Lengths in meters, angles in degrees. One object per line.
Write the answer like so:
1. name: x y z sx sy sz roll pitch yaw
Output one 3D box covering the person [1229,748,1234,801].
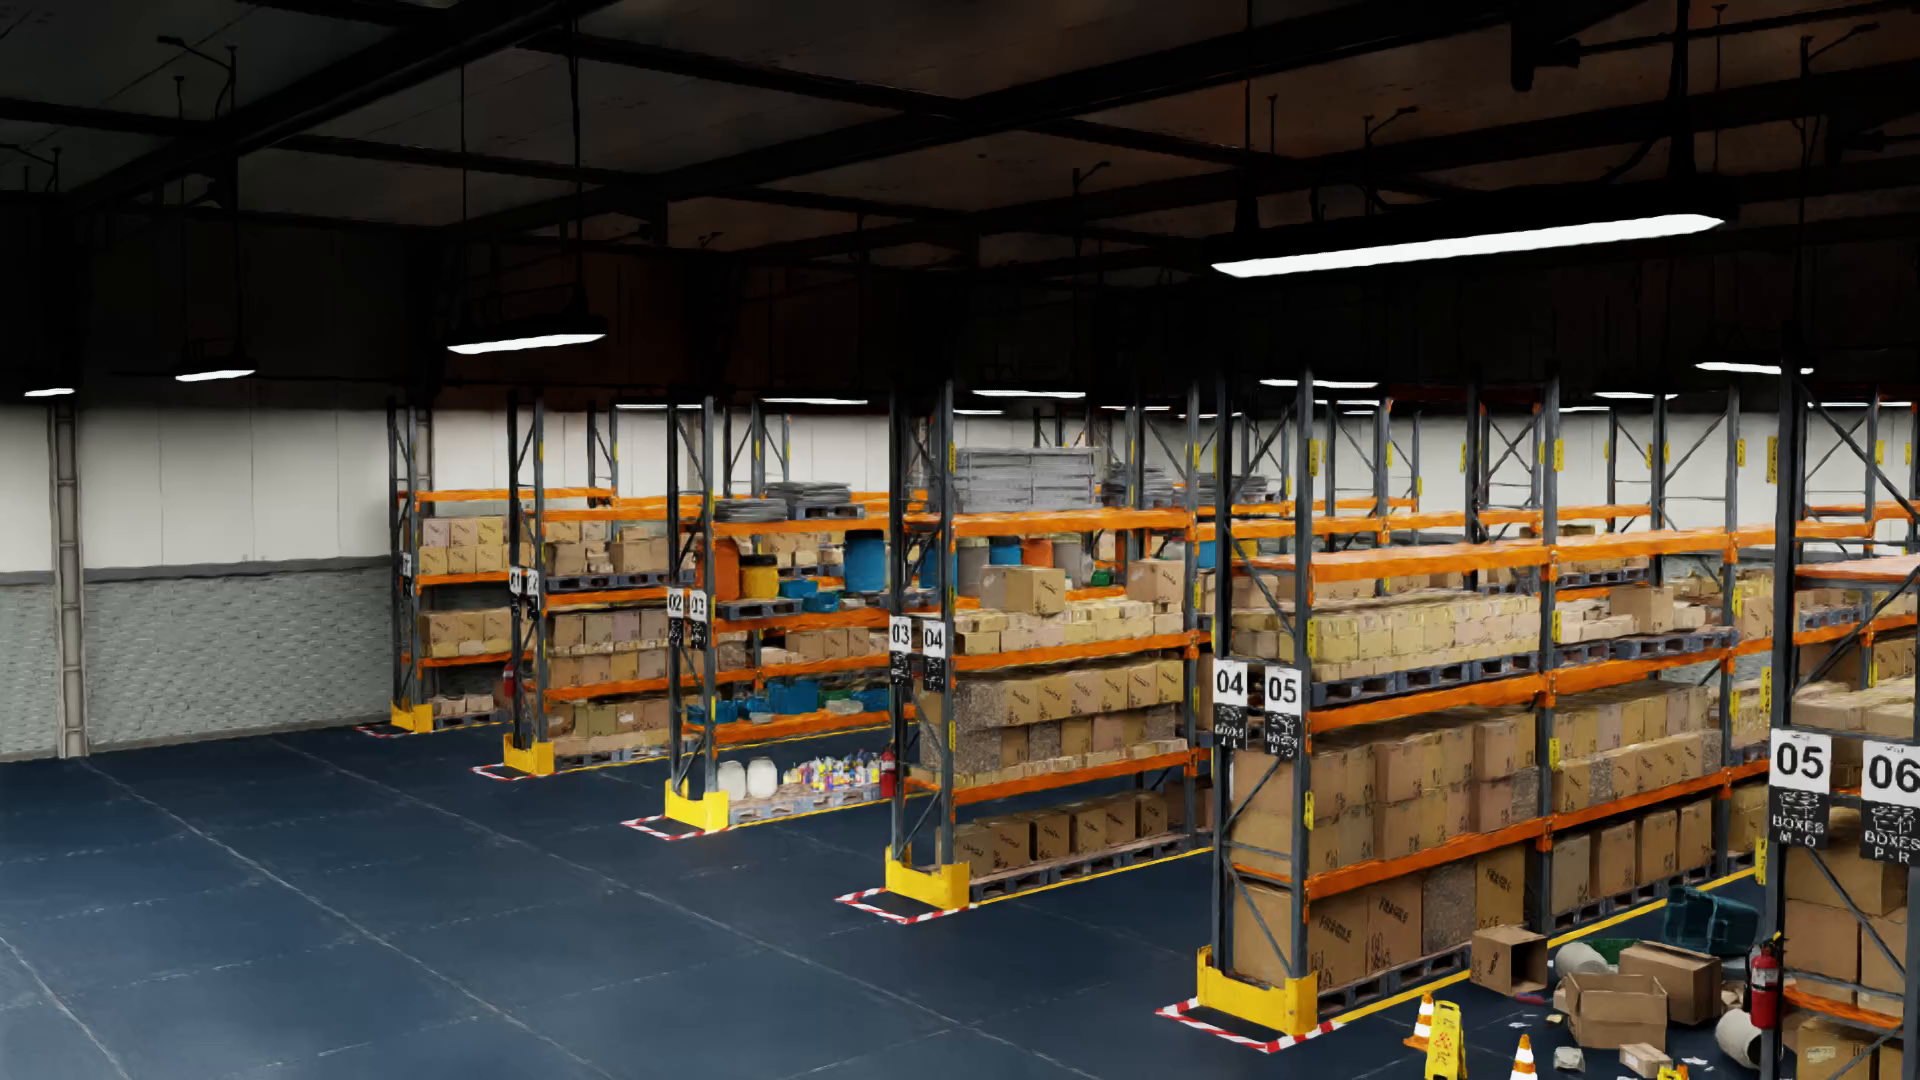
1. person: 3.399 3.197 19.899 1.090 1.583 0.497 -3 4 -38
